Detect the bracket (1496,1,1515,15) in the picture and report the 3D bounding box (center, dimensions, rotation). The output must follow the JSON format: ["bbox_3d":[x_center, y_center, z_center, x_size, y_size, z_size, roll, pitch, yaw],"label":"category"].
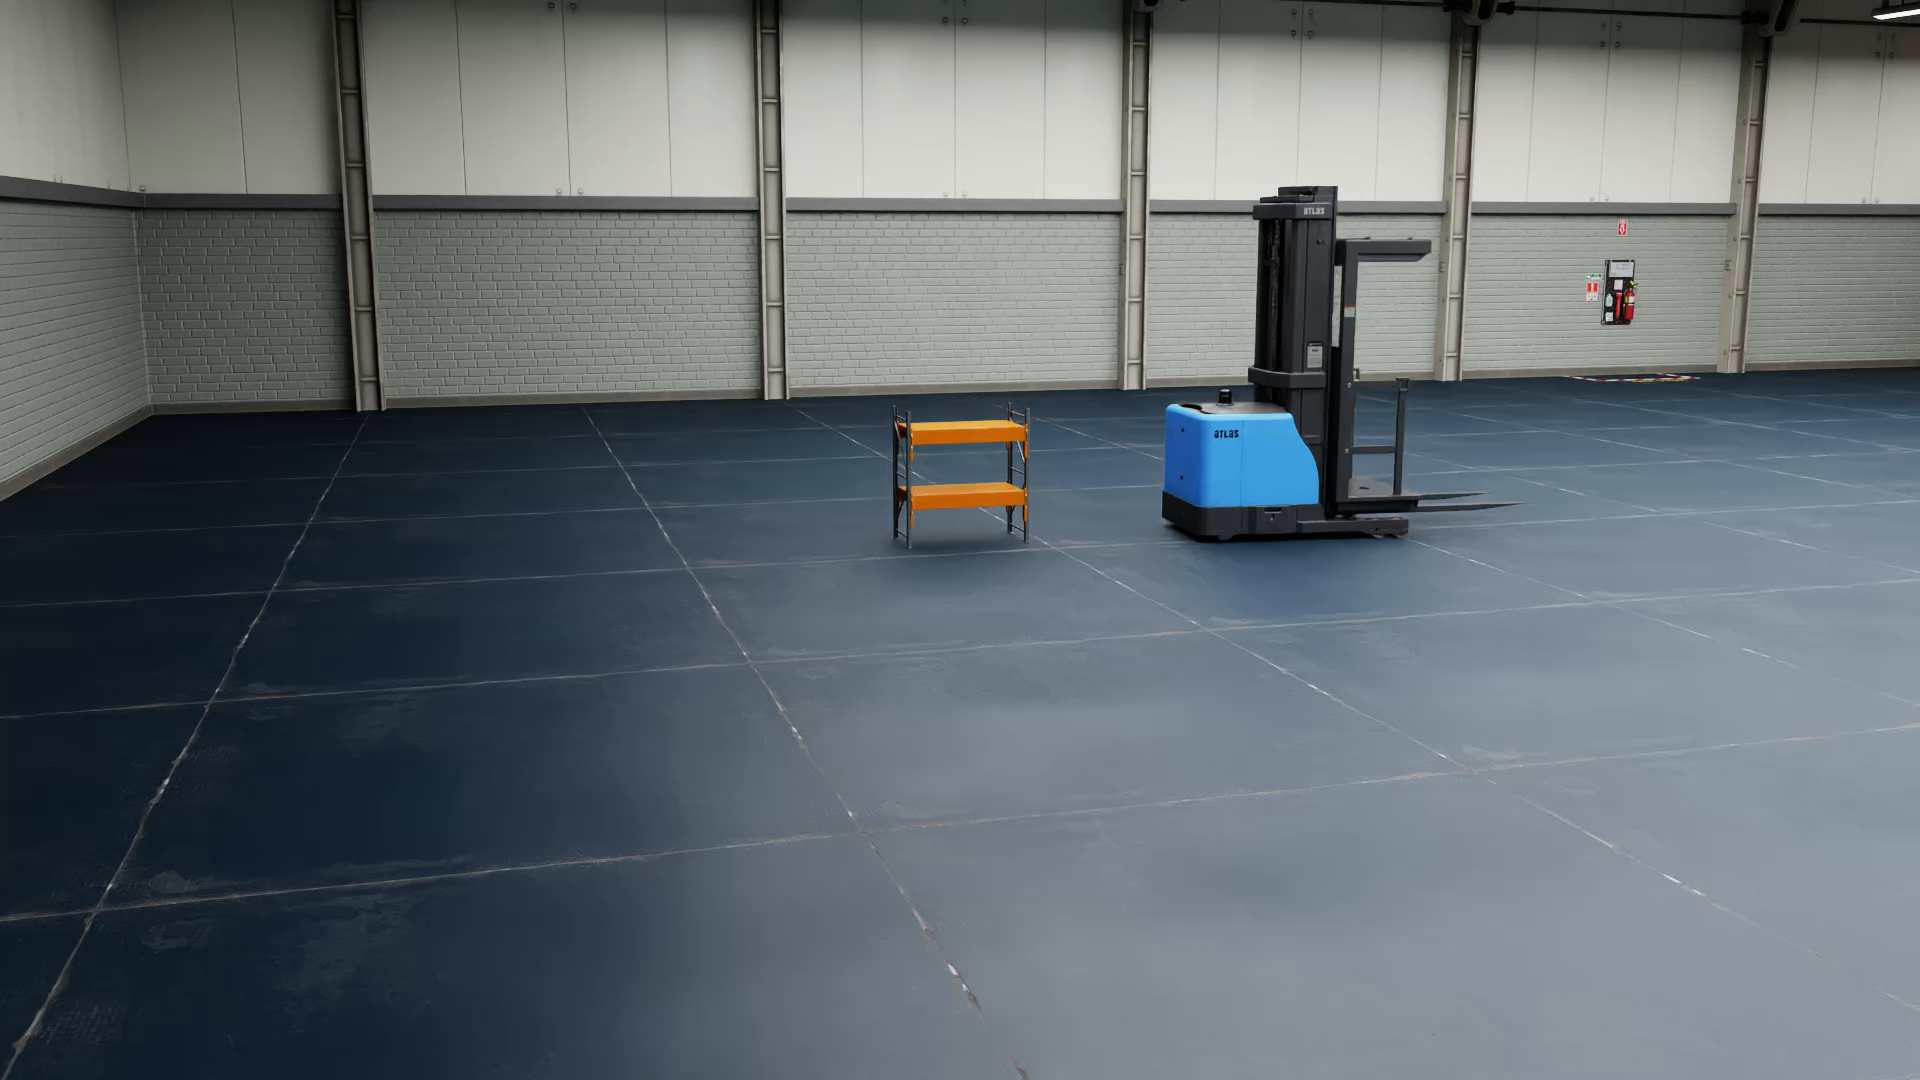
[{"bbox_3d":[9.120,-8.984,28.052,0.430,0.232,0.235,-3,11,-16],"label":"bracket"}]

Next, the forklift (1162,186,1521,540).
[{"bbox_3d":[3.362,-1.549,14.366,3.031,2.935,1.130,-2,11,-11],"label":"forklift"}]

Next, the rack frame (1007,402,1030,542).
[{"bbox_3d":[0.495,-0.579,14.086,0.032,1.125,0.500,-3,11,-16],"label":"rack frame"}]

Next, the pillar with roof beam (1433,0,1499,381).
[{"bbox_3d":[9.826,-6.506,24.534,0.548,9.000,9.100,-3,11,-16],"label":"pillar with roof beam"}]

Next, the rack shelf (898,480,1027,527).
[{"bbox_3d":[0.006,-0.313,13.991,1.000,0.278,0.538,-3,11,-16],"label":"rack shelf"}]

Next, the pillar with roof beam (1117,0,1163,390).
[{"bbox_3d":[4.065,-6.203,22.885,0.548,9.000,9.100,-3,11,-16],"label":"pillar with roof beam"}]

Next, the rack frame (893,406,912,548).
[{"bbox_3d":[-0.482,-0.528,13.807,0.032,1.125,0.500,-3,11,-16],"label":"rack frame"}]

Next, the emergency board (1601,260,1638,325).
[{"bbox_3d":[12.000,-4.490,30.149,0.643,1.169,0.194,-3,11,-16],"label":"emergency board"}]

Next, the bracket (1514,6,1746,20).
[{"bbox_3d":[11.594,-9.115,28.761,4.783,0.066,0.076,-3,11,-16],"label":"bracket"}]

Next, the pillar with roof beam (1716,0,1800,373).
[{"bbox_3d":[15.586,-6.810,26.184,0.548,9.000,9.100,-3,11,-16],"label":"pillar with roof beam"}]

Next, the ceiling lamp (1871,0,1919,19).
[{"bbox_3d":[14.353,-9.492,24.631,0.800,3.185,2.000,-3,11,-16],"label":"ceiling lamp"}]

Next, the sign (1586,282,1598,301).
[{"bbox_3d":[11.440,-4.497,30.091,0.234,0.329,0.001,-3,11,-16],"label":"sign"}]

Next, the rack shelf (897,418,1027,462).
[{"bbox_3d":[0.006,-0.841,13.894,1.000,0.278,0.538,-3,11,-16],"label":"rack shelf"}]

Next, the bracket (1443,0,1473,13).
[{"bbox_3d":[8.323,-8.942,27.824,0.430,0.232,0.235,-3,11,-16],"label":"bracket"}]

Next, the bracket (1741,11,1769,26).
[{"bbox_3d":[14.084,-9.246,29.474,0.430,0.232,0.235,-3,11,-16],"label":"bracket"}]

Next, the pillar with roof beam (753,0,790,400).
[{"bbox_3d":[-1.696,-5.899,21.236,0.400,9.000,9.100,-3,11,-16],"label":"pillar with roof beam"}]

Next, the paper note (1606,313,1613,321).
[{"bbox_3d":[11.811,-4.059,30.245,0.142,0.148,0.016,-3,11,-16],"label":"paper note"}]

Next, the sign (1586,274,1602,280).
[{"bbox_3d":[11.447,-4.756,30.036,0.331,0.109,0.001,-3,11,-16],"label":"sign"}]

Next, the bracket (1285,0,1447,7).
[{"bbox_3d":[5.833,-8.811,27.111,4.783,0.066,0.076,-3,11,-16],"label":"bracket"}]

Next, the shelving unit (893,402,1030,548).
[{"bbox_3d":[0.006,-0.554,13.947,1.048,1.125,0.538,-3,11,-16],"label":"shelving unit"}]

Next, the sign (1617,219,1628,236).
[{"bbox_3d":[11.964,-5.647,30.031,0.199,0.298,0.001,-3,11,-16],"label":"sign"}]

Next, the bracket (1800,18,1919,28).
[{"bbox_3d":[17.355,-9.418,30.410,4.783,0.066,0.076,-3,11,-16],"label":"bracket"}]

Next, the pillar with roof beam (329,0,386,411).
[{"bbox_3d":[-7.457,-5.596,19.586,0.400,9.000,9.100,-3,11,-16],"label":"pillar with roof beam"}]
